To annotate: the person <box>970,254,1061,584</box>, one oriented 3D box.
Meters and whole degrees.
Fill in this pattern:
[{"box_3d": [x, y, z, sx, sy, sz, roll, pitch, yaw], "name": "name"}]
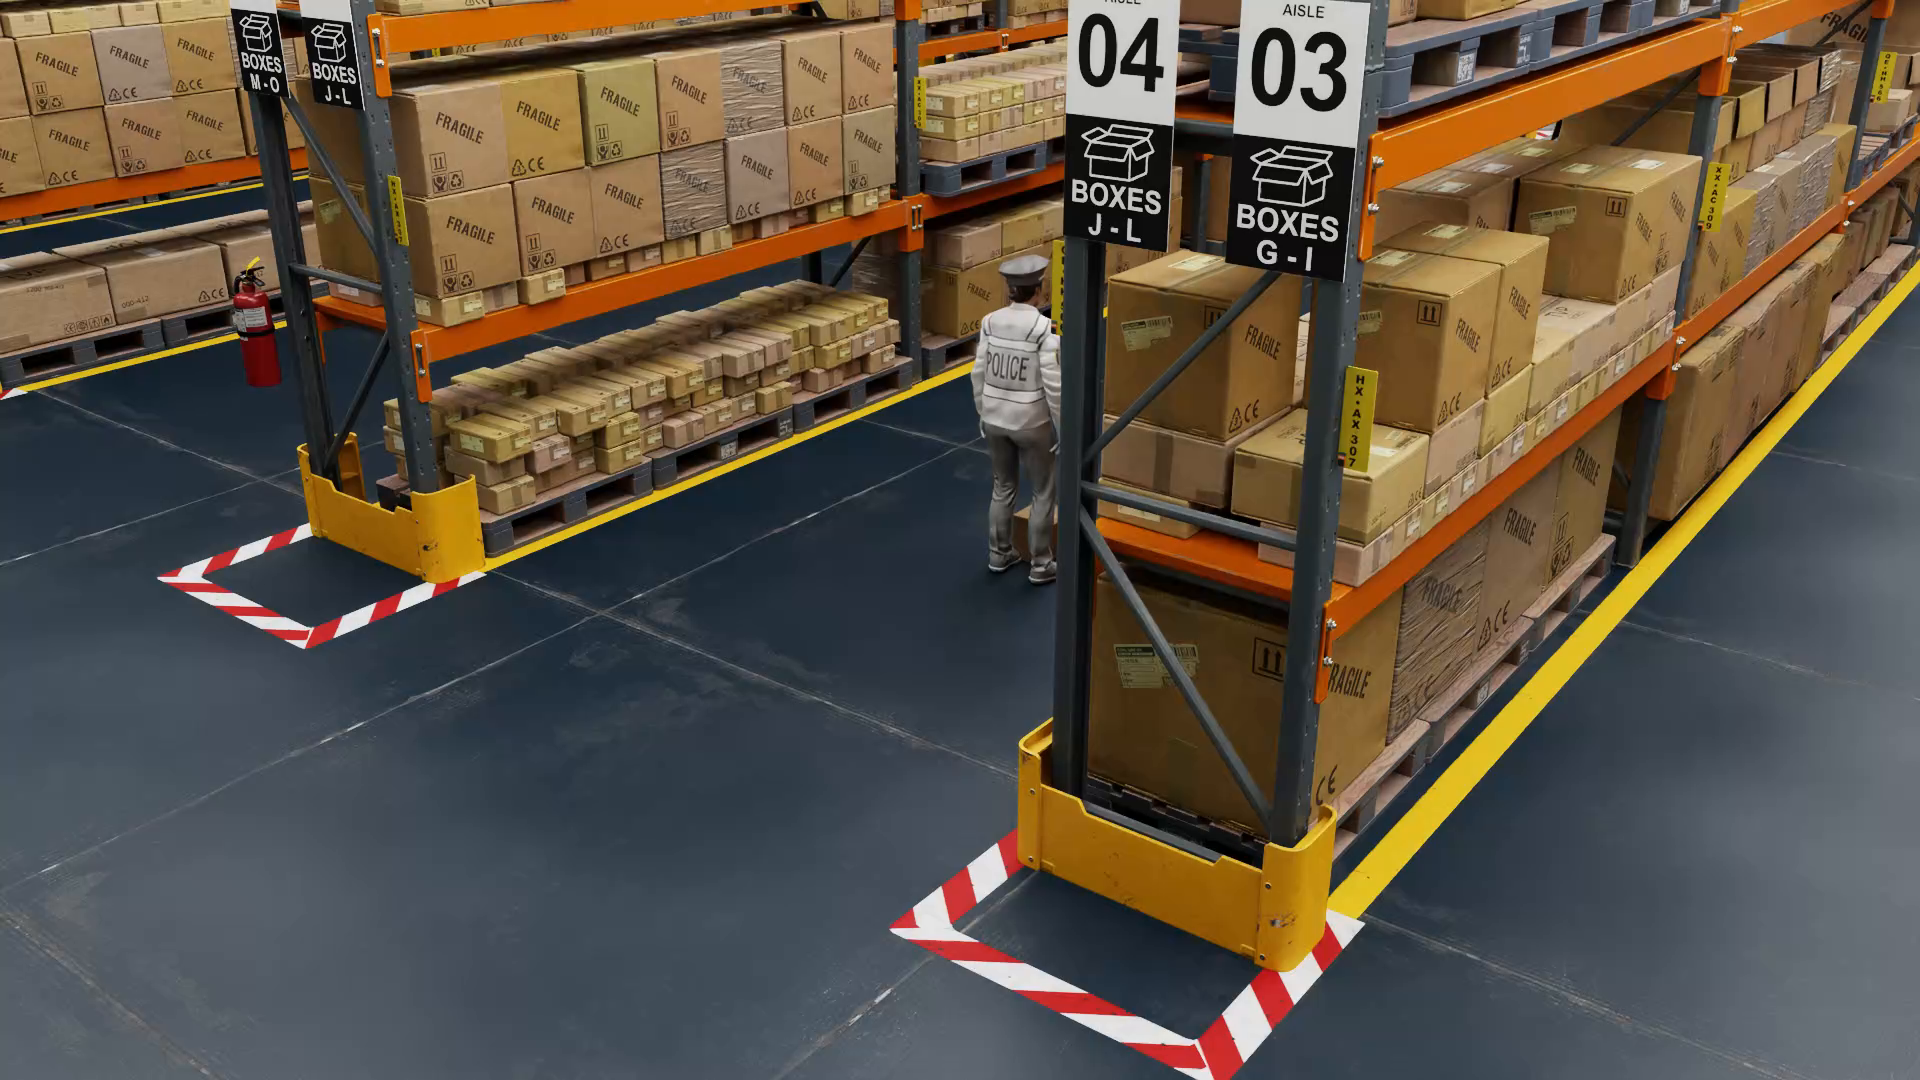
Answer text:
[{"box_3d": [0.311, -0.598, 8.461, 0.534, 1.662, 0.374, 15, 28, 31], "name": "person"}]
